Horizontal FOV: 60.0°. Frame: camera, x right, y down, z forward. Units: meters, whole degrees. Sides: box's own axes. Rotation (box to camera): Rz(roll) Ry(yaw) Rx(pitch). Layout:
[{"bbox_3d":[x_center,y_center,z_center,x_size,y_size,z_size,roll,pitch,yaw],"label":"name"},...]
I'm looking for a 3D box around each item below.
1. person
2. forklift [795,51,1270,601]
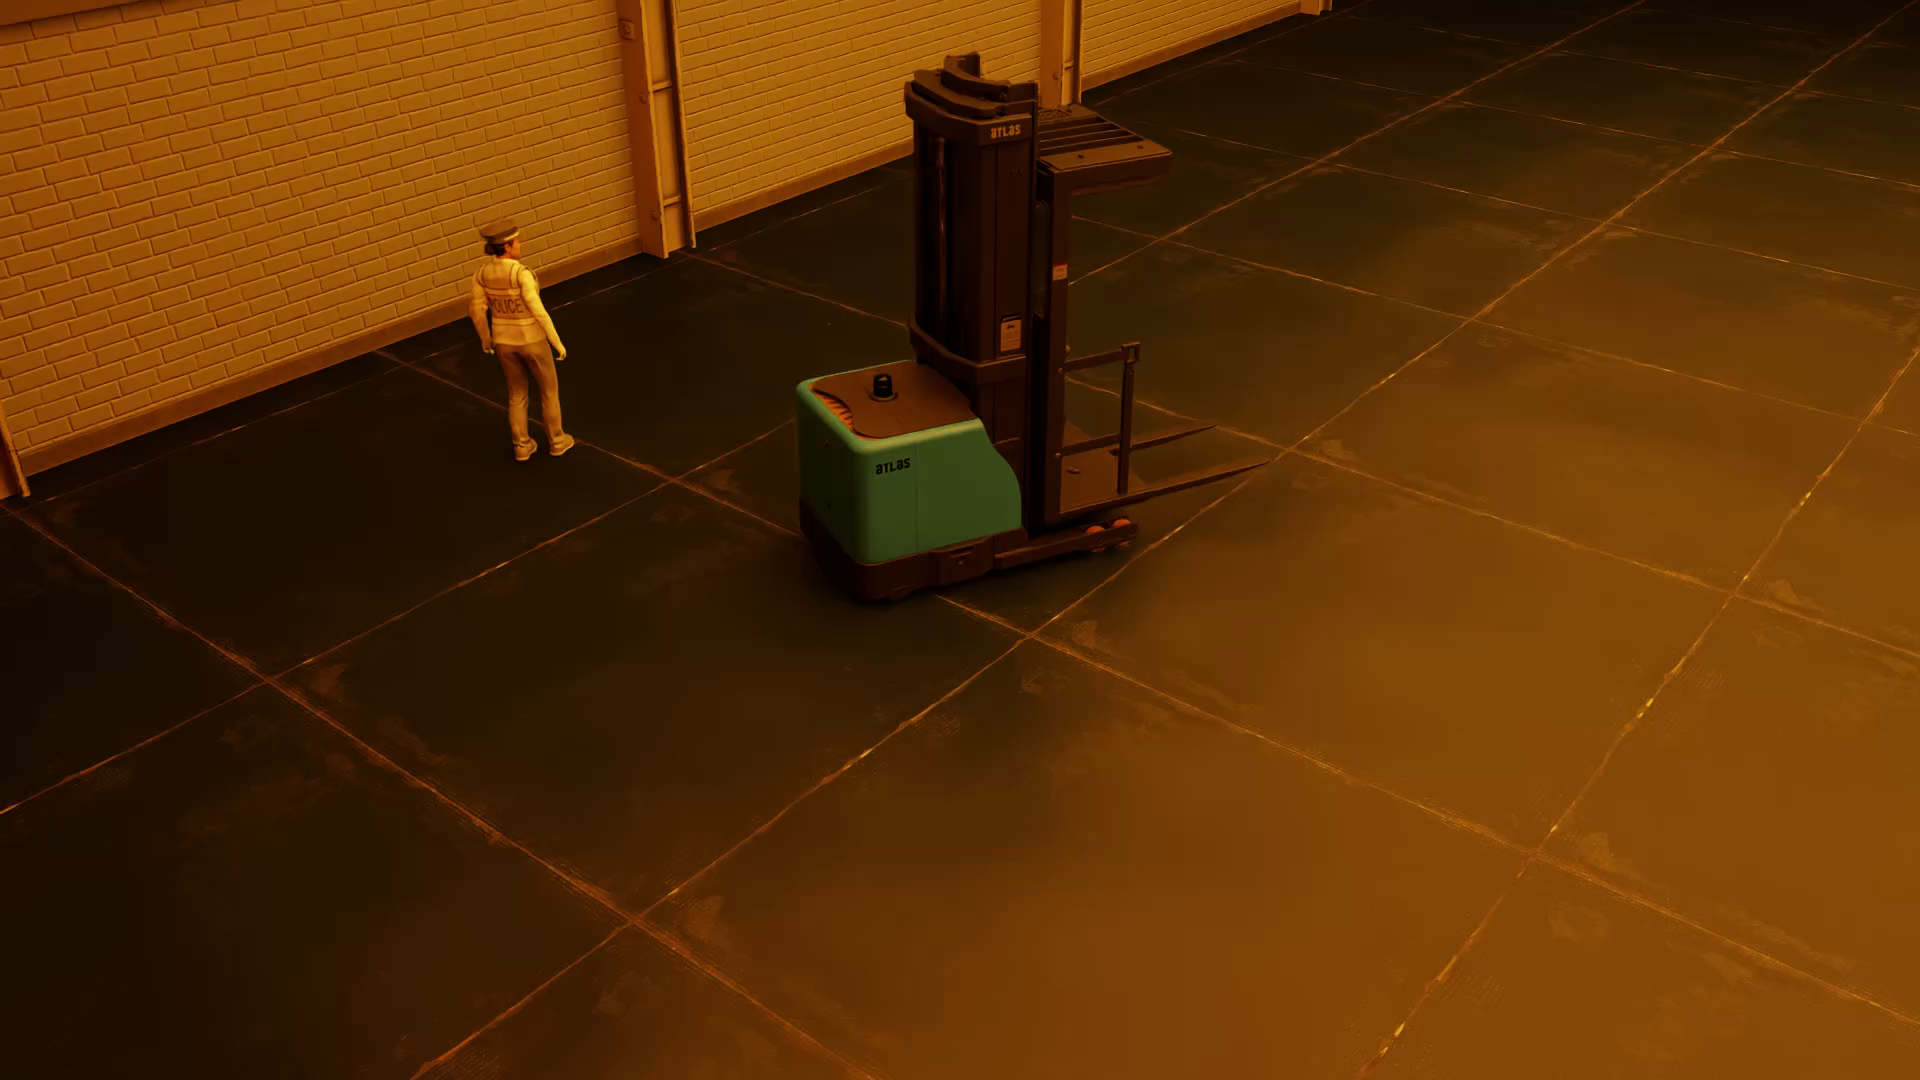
[{"bbox_3d":[-2.916,-1.338,11.138,0.630,1.670,0.412,6,31,11],"label":"person"},{"bbox_3d":[0.545,-1.409,10.007,3.031,2.935,1.130,-14,33,-23],"label":"forklift"}]
